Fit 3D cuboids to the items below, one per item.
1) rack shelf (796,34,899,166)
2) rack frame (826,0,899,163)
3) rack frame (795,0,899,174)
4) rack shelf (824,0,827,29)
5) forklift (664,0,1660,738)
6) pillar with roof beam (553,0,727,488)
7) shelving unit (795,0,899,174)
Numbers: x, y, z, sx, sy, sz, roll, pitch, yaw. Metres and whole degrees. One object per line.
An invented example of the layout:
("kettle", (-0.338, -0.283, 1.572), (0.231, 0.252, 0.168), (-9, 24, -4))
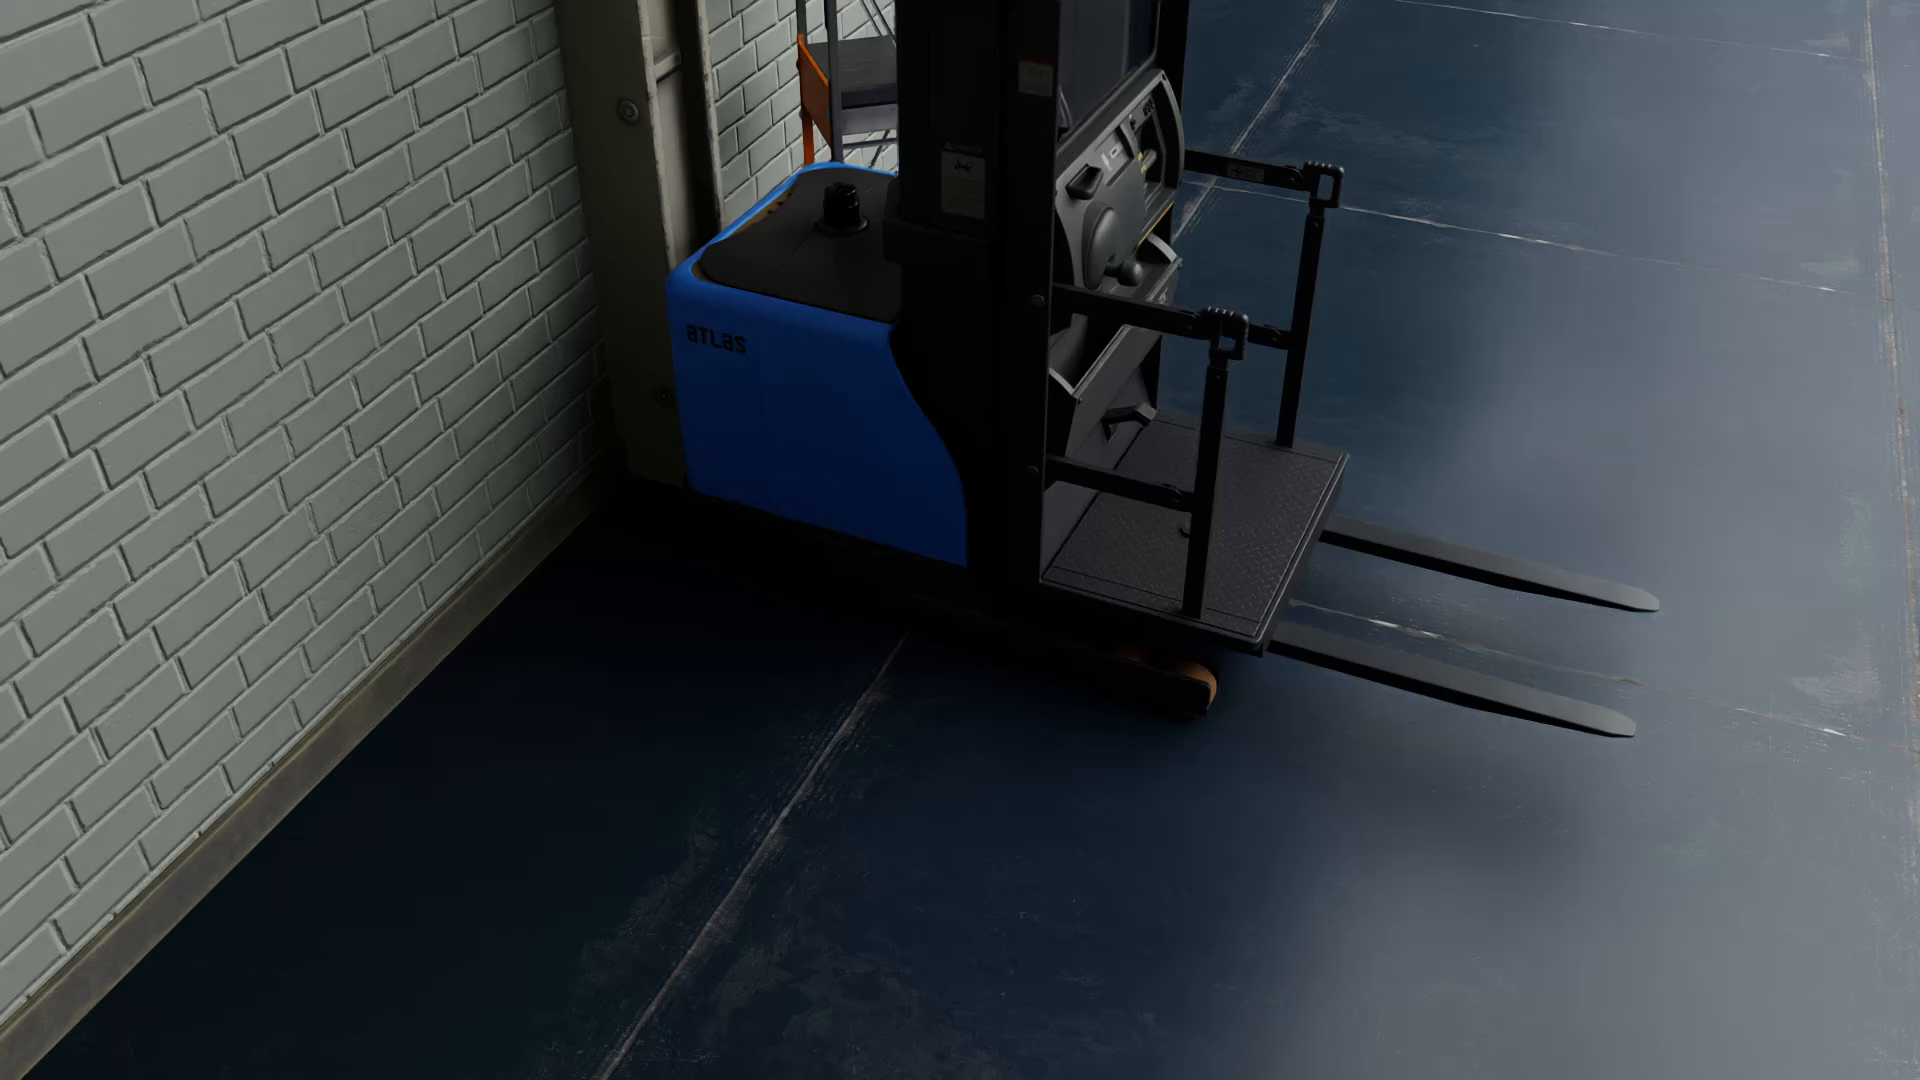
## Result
("rack shelf", (-0.327, -1.531, 6.067), (0.431, 0.518, 0.480), (-11, 38, -14))
("rack frame", (-0.253, -1.402, 5.872), (0.400, 2.100, 0.015), (-11, 38, -14))
("rack frame", (-0.400, -1.681, 6.245), (0.400, 2.100, 0.015), (-11, 38, -14))
("rack shelf", (-0.327, -2.091, 5.648), (0.431, 0.518, 0.480), (-11, 38, -14))
("forklift", (0.644, -1.004, 4.645), (3.031, 2.935, 1.130), (15, 39, 19))
("pillar with roof beam", (2.958, -2.946, 2.175), (9.100, 9.000, 0.400), (14, 39, 18))
("shelving unit", (-0.327, -1.542, 6.059), (0.431, 2.100, 0.503), (-11, 38, -14))
